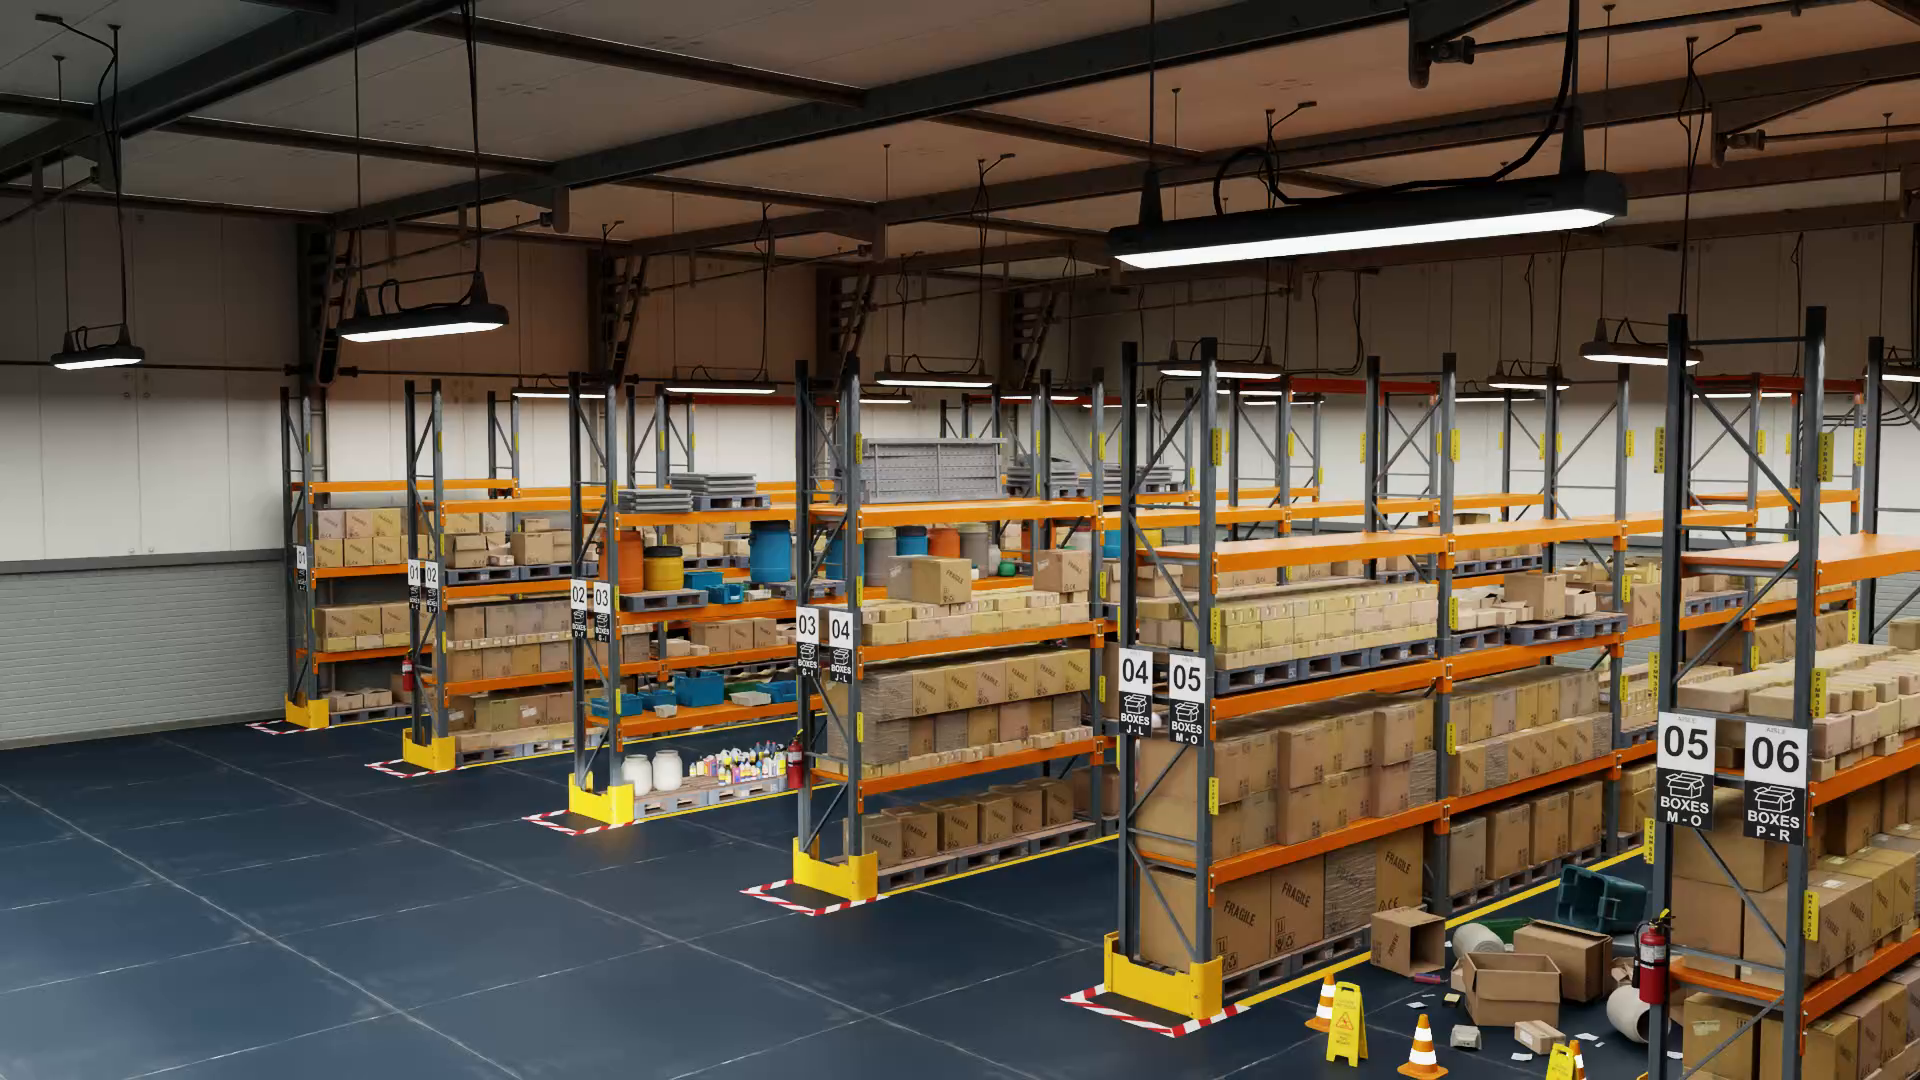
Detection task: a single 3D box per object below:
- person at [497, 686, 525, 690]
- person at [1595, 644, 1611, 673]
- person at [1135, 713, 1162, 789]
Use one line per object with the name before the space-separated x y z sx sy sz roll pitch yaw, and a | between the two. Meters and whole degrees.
person | -7.690 2.534 28.609 0.540 1.680 0.457 -3 5 -38
person | 10.896 2.525 28.263 0.407 1.672 0.507 3 5 43
person | 2.456 2.980 20.261 0.622 1.784 0.531 -3 5 -36
